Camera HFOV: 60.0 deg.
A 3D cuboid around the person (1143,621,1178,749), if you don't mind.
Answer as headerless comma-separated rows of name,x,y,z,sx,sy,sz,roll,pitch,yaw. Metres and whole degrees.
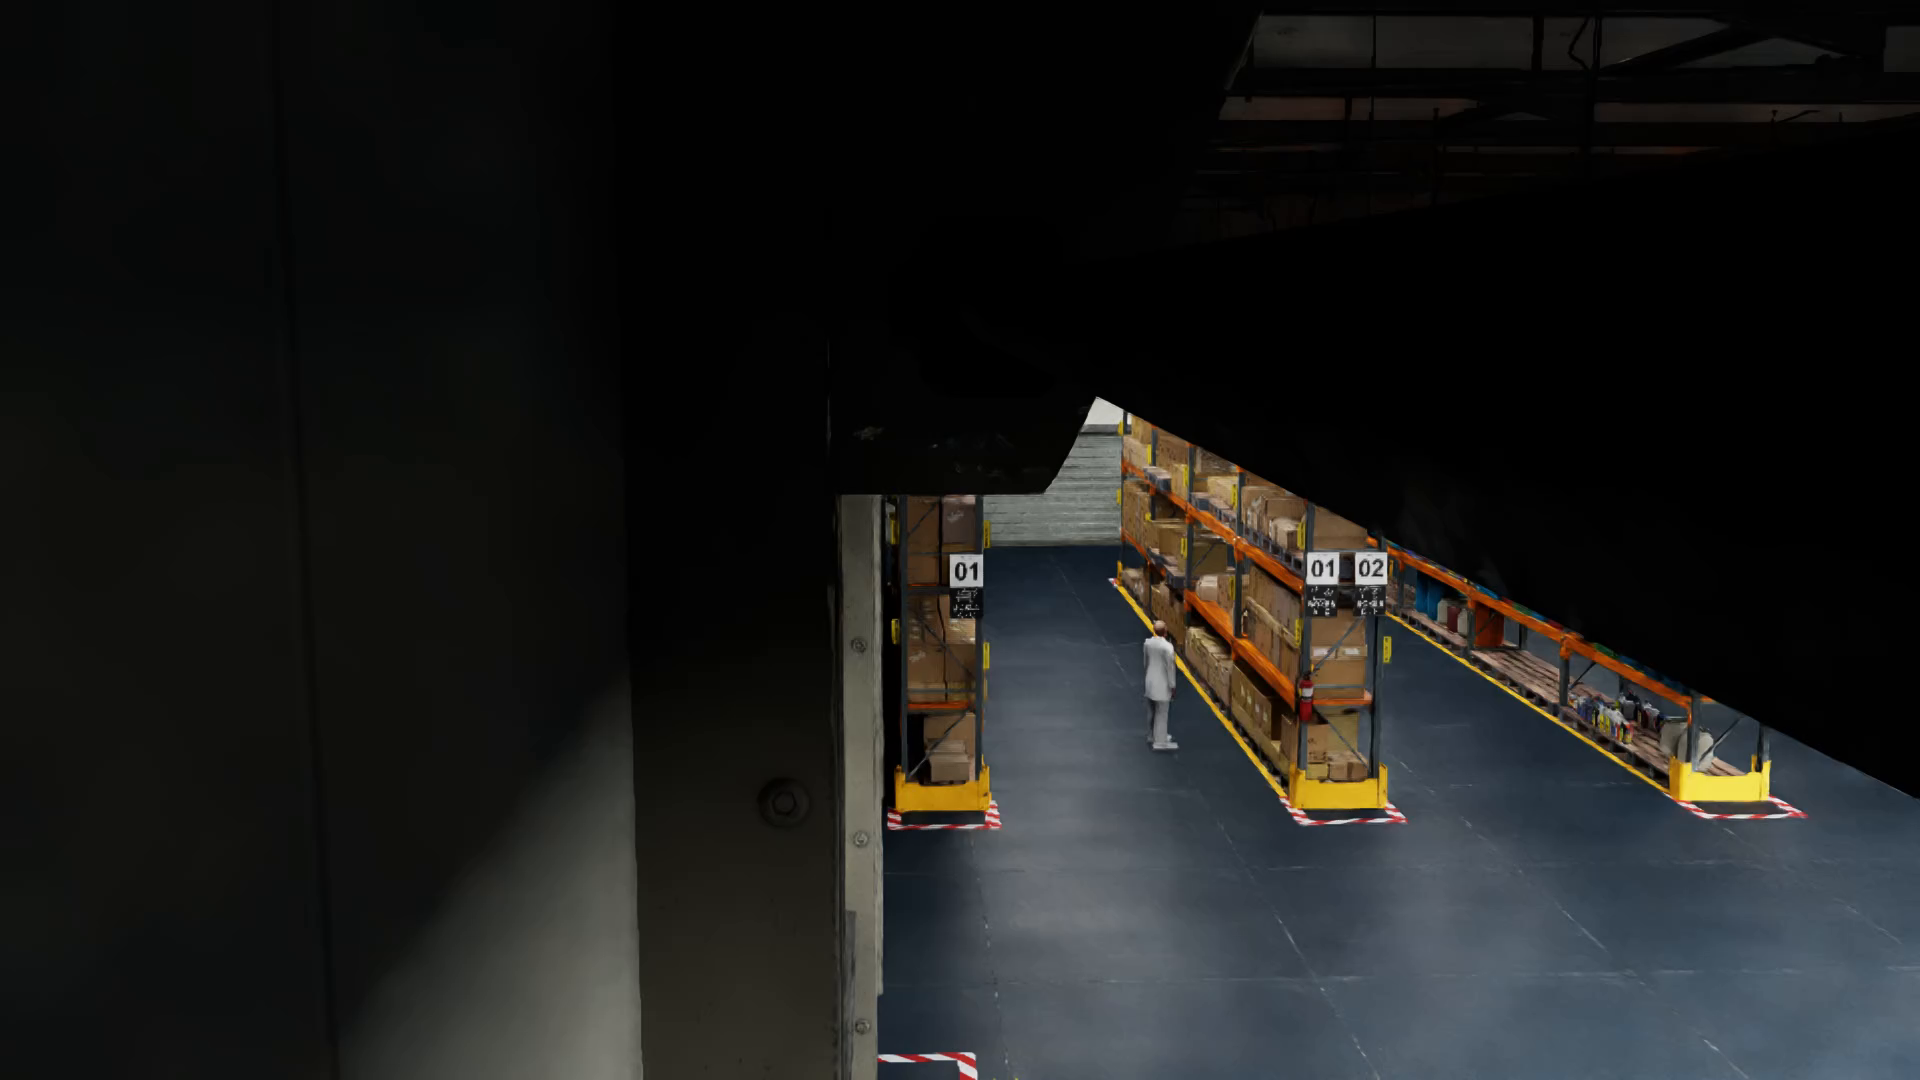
person,2.840,1.975,23.339,0.488,1.728,0.640,-6,10,-33
